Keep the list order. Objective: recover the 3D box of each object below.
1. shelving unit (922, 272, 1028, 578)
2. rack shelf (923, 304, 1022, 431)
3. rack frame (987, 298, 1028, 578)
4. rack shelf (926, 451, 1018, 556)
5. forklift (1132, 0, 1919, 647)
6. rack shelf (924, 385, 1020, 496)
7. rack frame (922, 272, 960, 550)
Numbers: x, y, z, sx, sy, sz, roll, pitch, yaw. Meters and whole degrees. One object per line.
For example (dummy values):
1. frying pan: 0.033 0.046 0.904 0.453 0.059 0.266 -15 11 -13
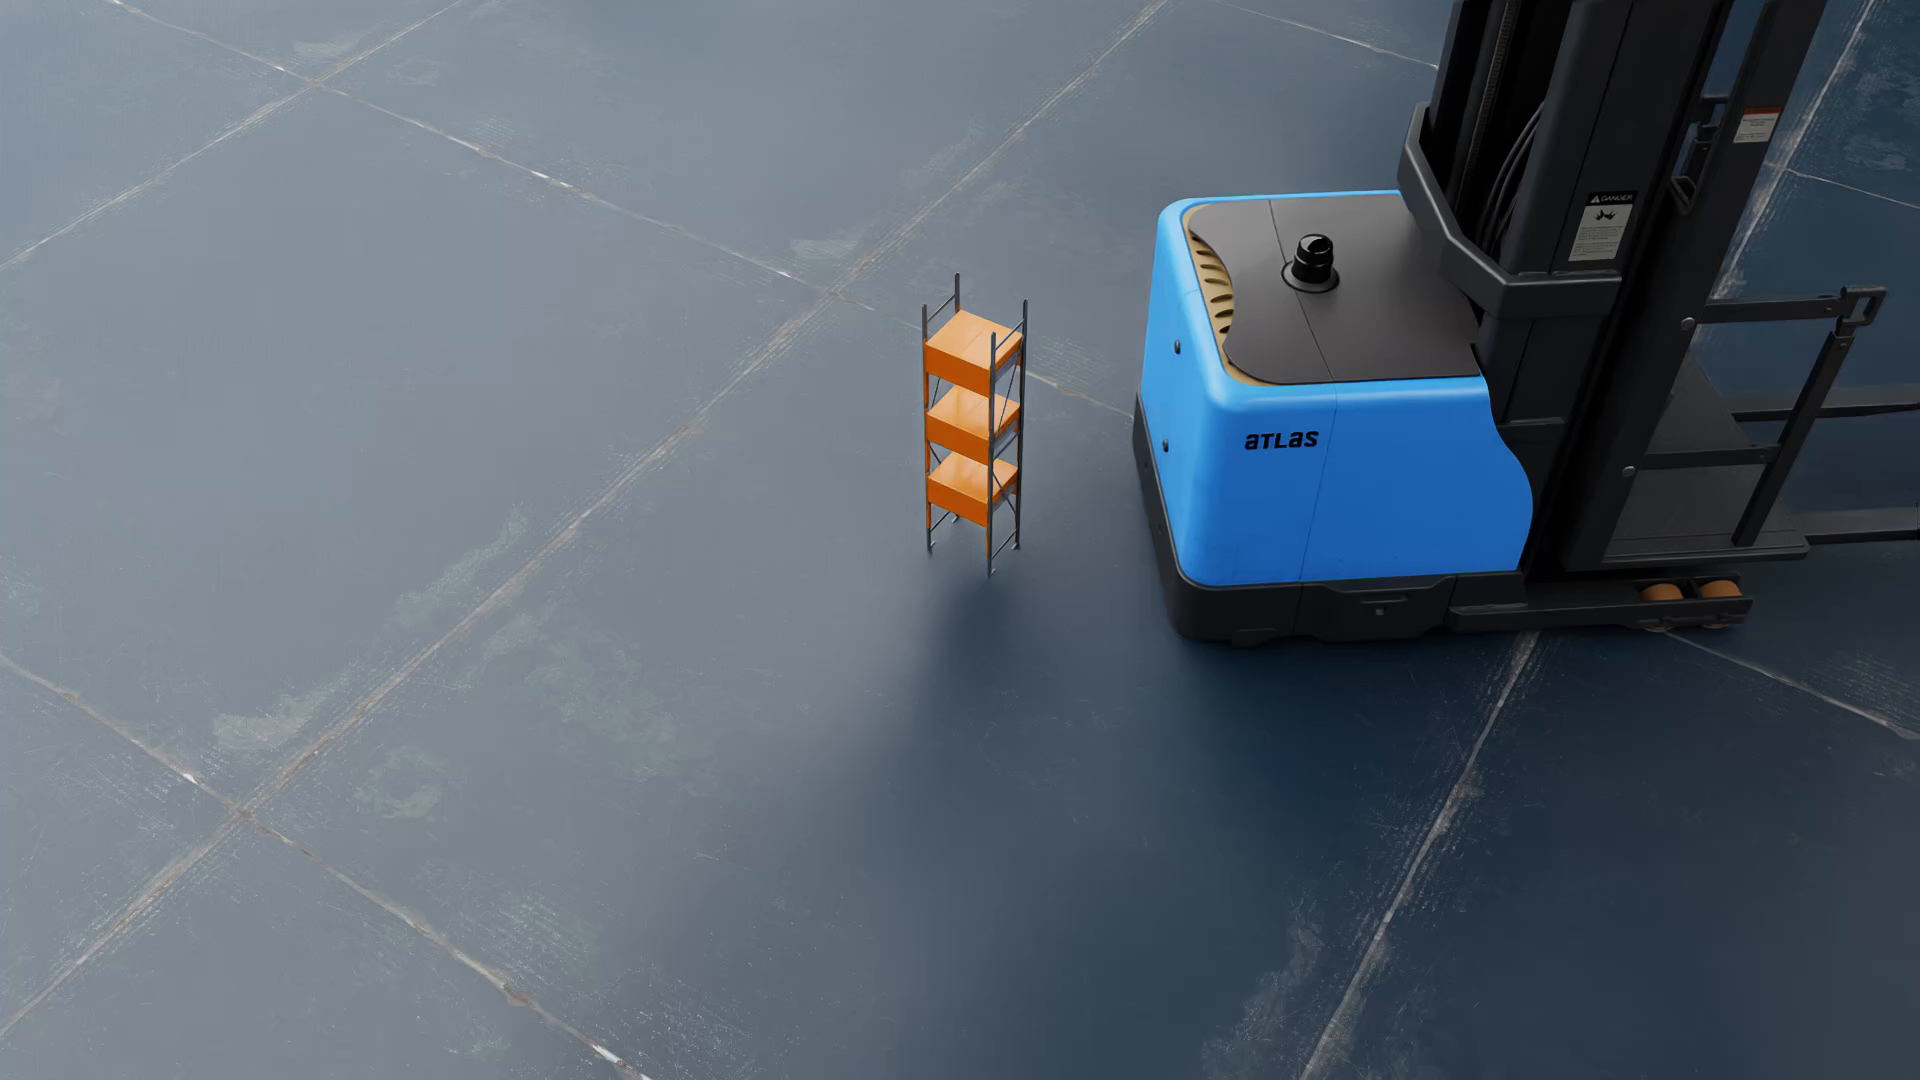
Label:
1. shelving unit: 0.045 -0.345 5.353 0.252 1.050 0.215 25 51 22
2. rack shelf: 0.045 -0.536 5.157 0.240 0.259 0.215 25 51 22
3. rack frame: 0.148 -0.298 5.307 0.008 1.050 0.200 25 51 22
4. rack shelf: 0.045 -0.144 5.560 0.240 0.259 0.215 25 51 22
5. forklift: 2.161 -1.099 4.774 3.031 2.935 1.130 -3 46 -3
6. rack shelf: 0.045 -0.338 5.361 0.240 0.259 0.215 25 51 22
7. rack frame: -0.058 -0.392 5.399 0.008 1.050 0.200 25 51 22
